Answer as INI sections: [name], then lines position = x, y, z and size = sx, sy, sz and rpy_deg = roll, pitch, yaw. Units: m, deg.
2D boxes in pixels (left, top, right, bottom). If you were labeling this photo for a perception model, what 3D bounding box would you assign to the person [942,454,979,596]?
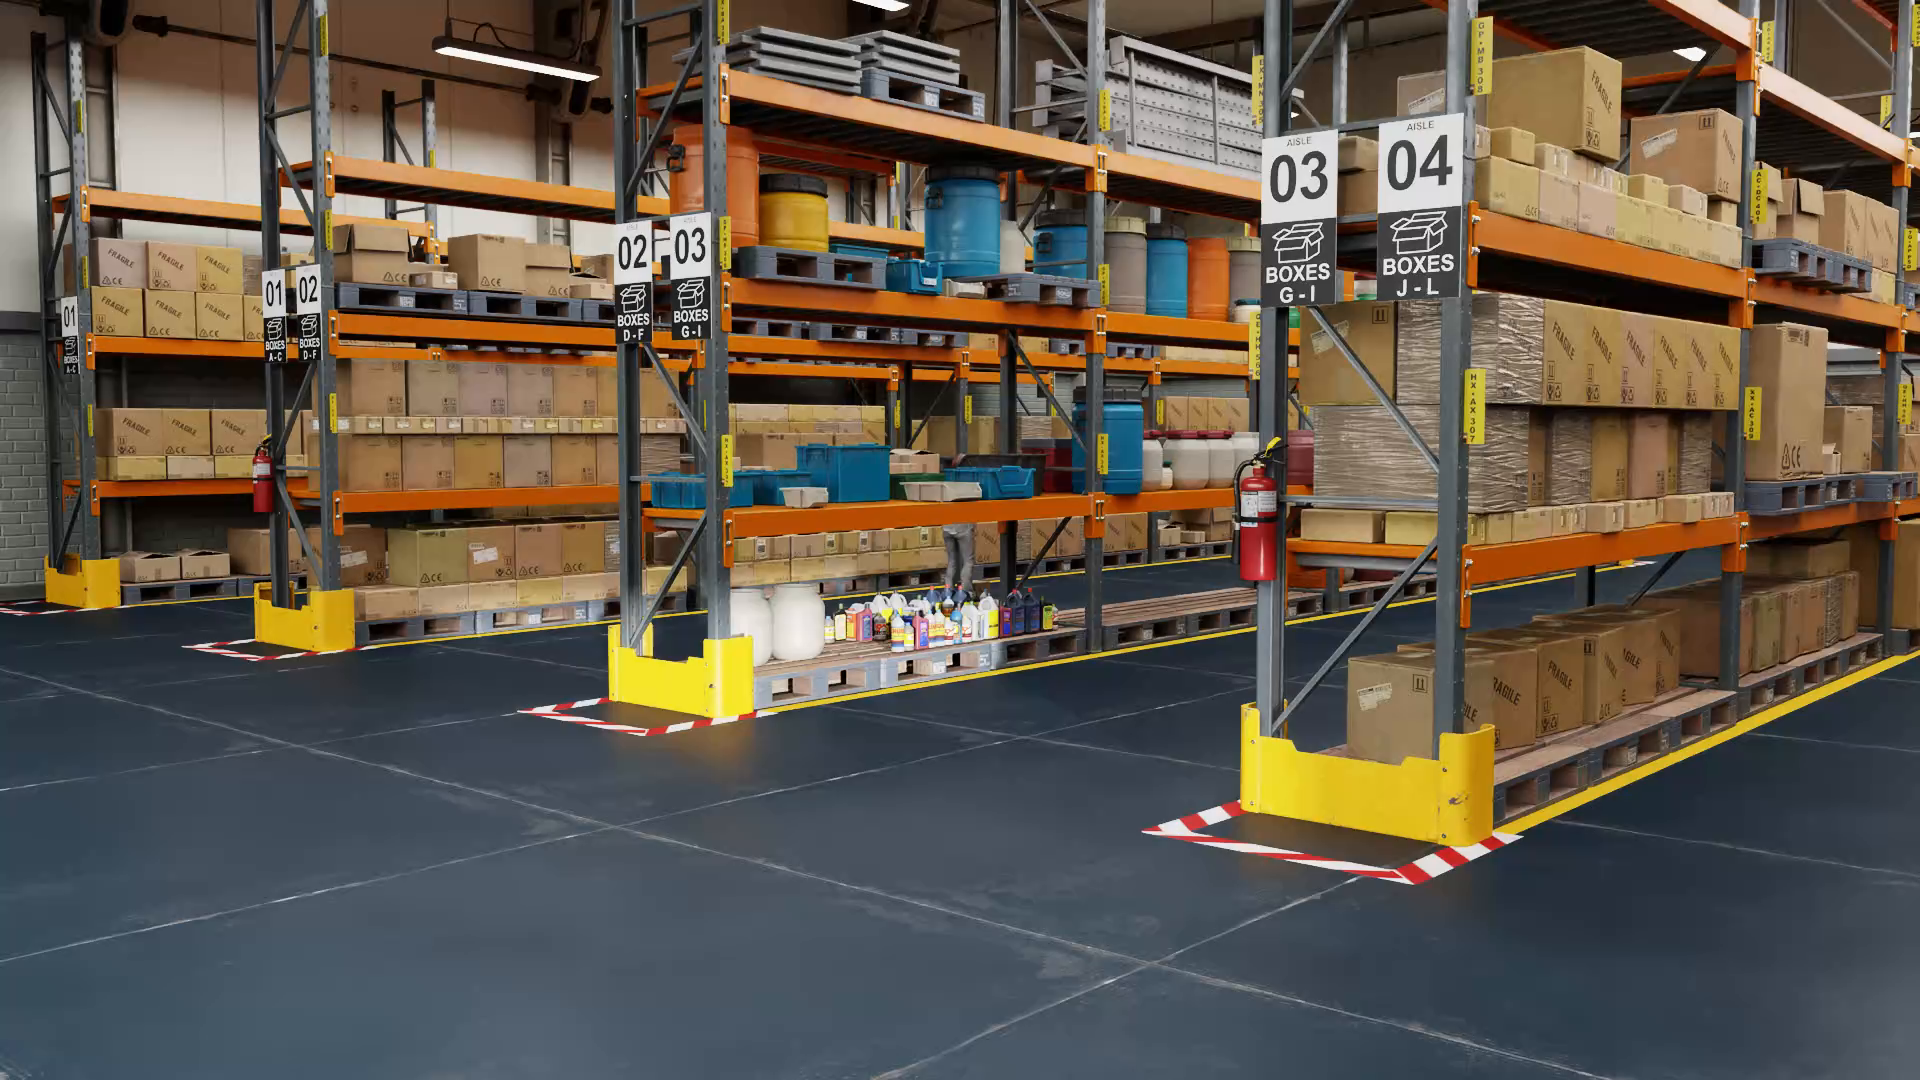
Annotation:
[person]
position = -0.008, -0.097, 17.214
size = 0.460, 1.593, 0.344
rpy_deg = 3, 5, 41
